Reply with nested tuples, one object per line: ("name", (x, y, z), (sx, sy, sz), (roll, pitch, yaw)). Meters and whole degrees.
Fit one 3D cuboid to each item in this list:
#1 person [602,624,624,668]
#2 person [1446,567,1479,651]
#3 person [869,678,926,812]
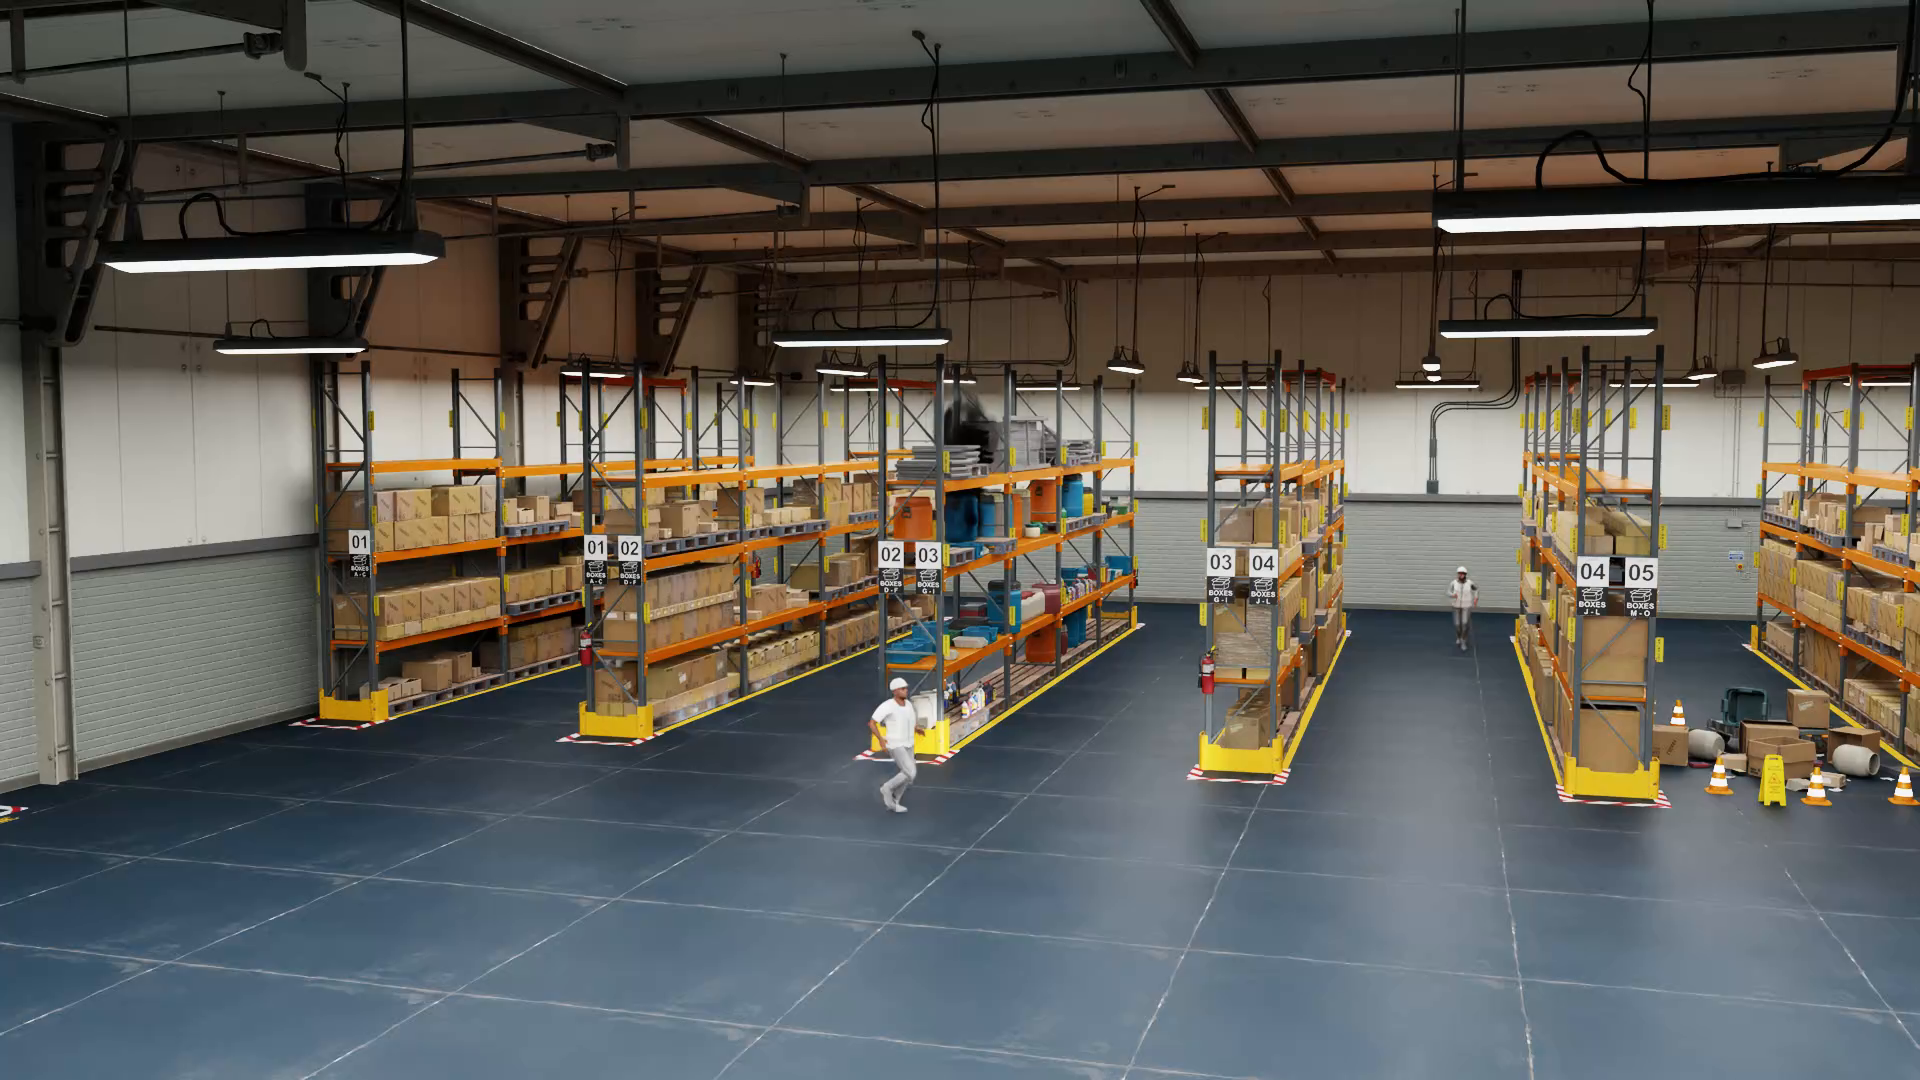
("person", (-6.324, 1.942, 30.657), (0.722, 1.746, 0.628), (1, 4, 11))
("person", (11.058, 1.497, 36.640), (0.667, 1.836, 0.796), (2, 4, 24))
("person", (-0.732, 2.619, 21.178), (0.597, 1.721, 0.690), (3, 5, 36))
